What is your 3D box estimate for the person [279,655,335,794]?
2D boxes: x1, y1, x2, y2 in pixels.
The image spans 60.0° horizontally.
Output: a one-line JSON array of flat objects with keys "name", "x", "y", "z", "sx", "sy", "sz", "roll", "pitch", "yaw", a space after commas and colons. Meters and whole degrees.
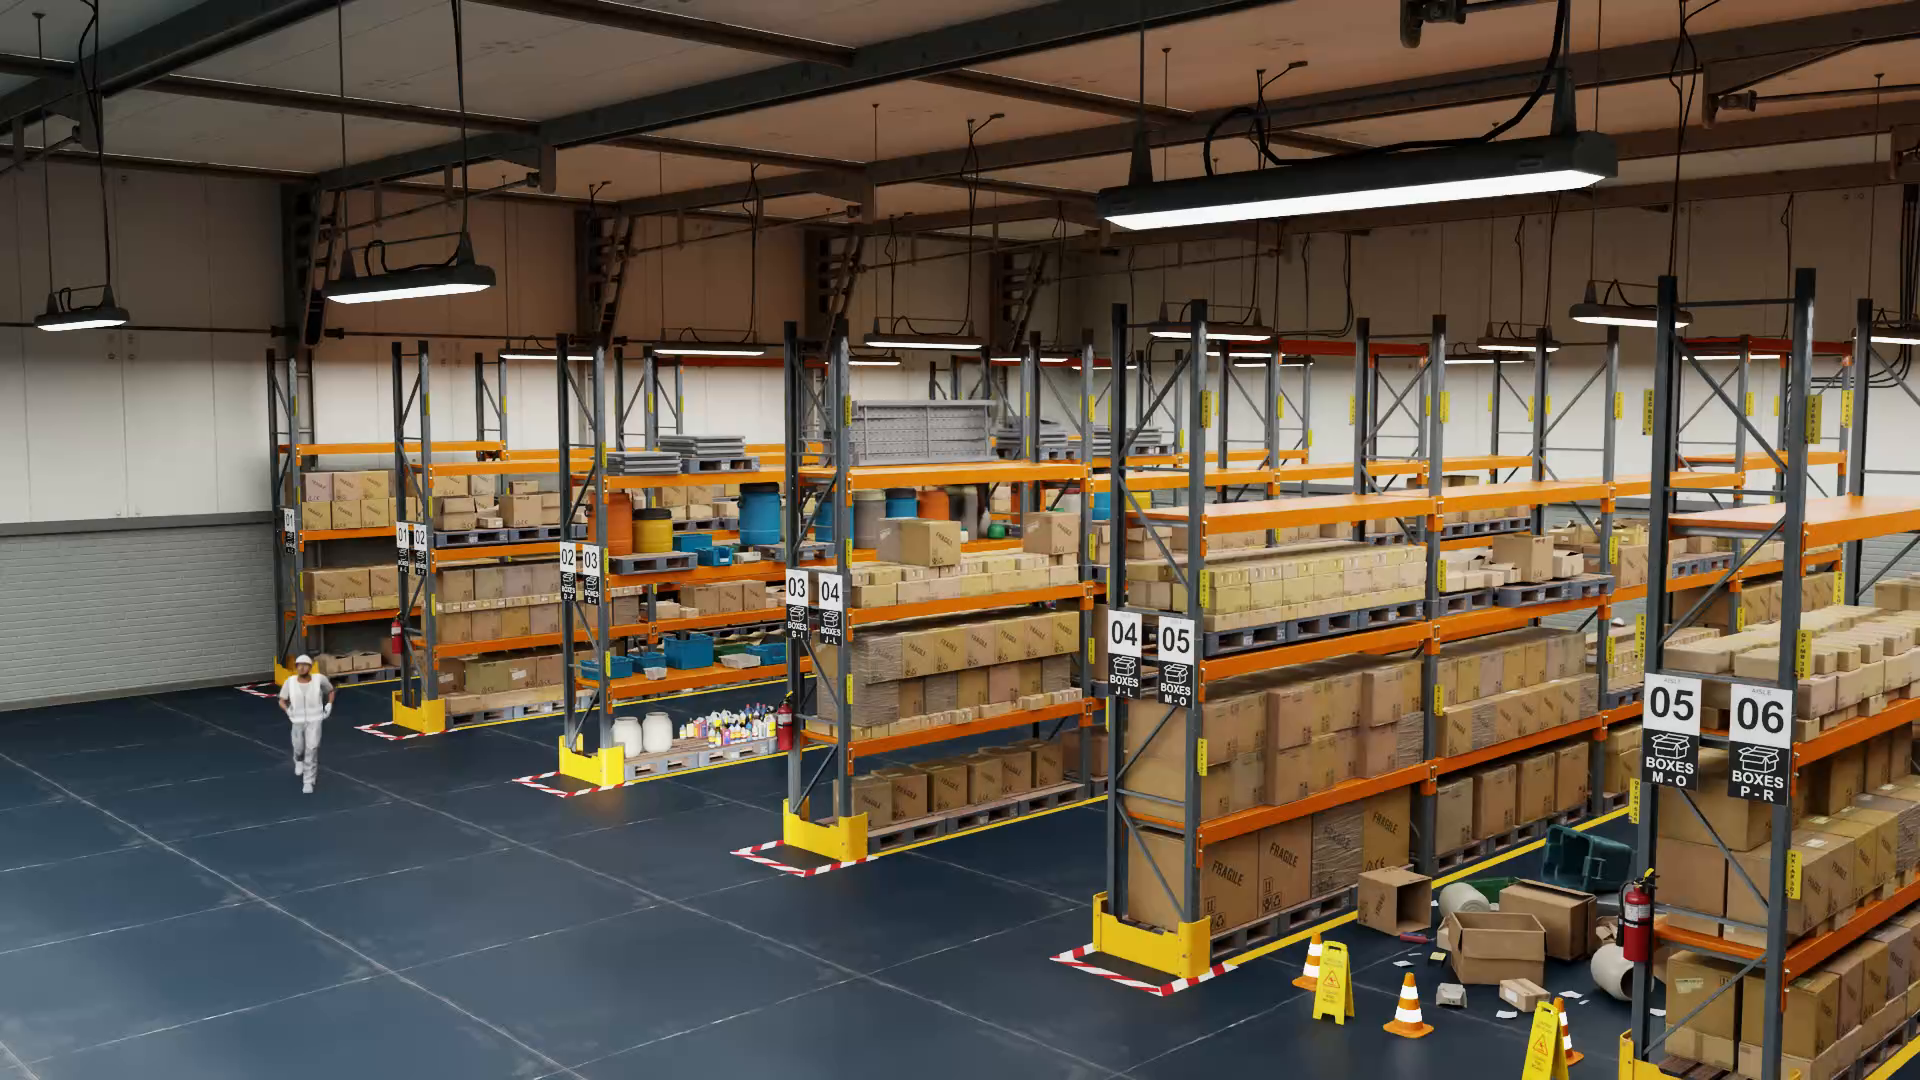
[{"name": "person", "x": -8.611, "y": 2.391, "z": 21.953, "sx": 0.691, "sy": 1.779, "sz": 0.911, "roll": -1, "pitch": 5, "yaw": -15}]

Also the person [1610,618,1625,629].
[{"name": "person", "x": 10.160, "y": 2.074, "z": 25.755, "sx": 0.667, "sy": 1.742, "sz": 0.602, "roll": 5, "pitch": 7, "yaw": 44}]
